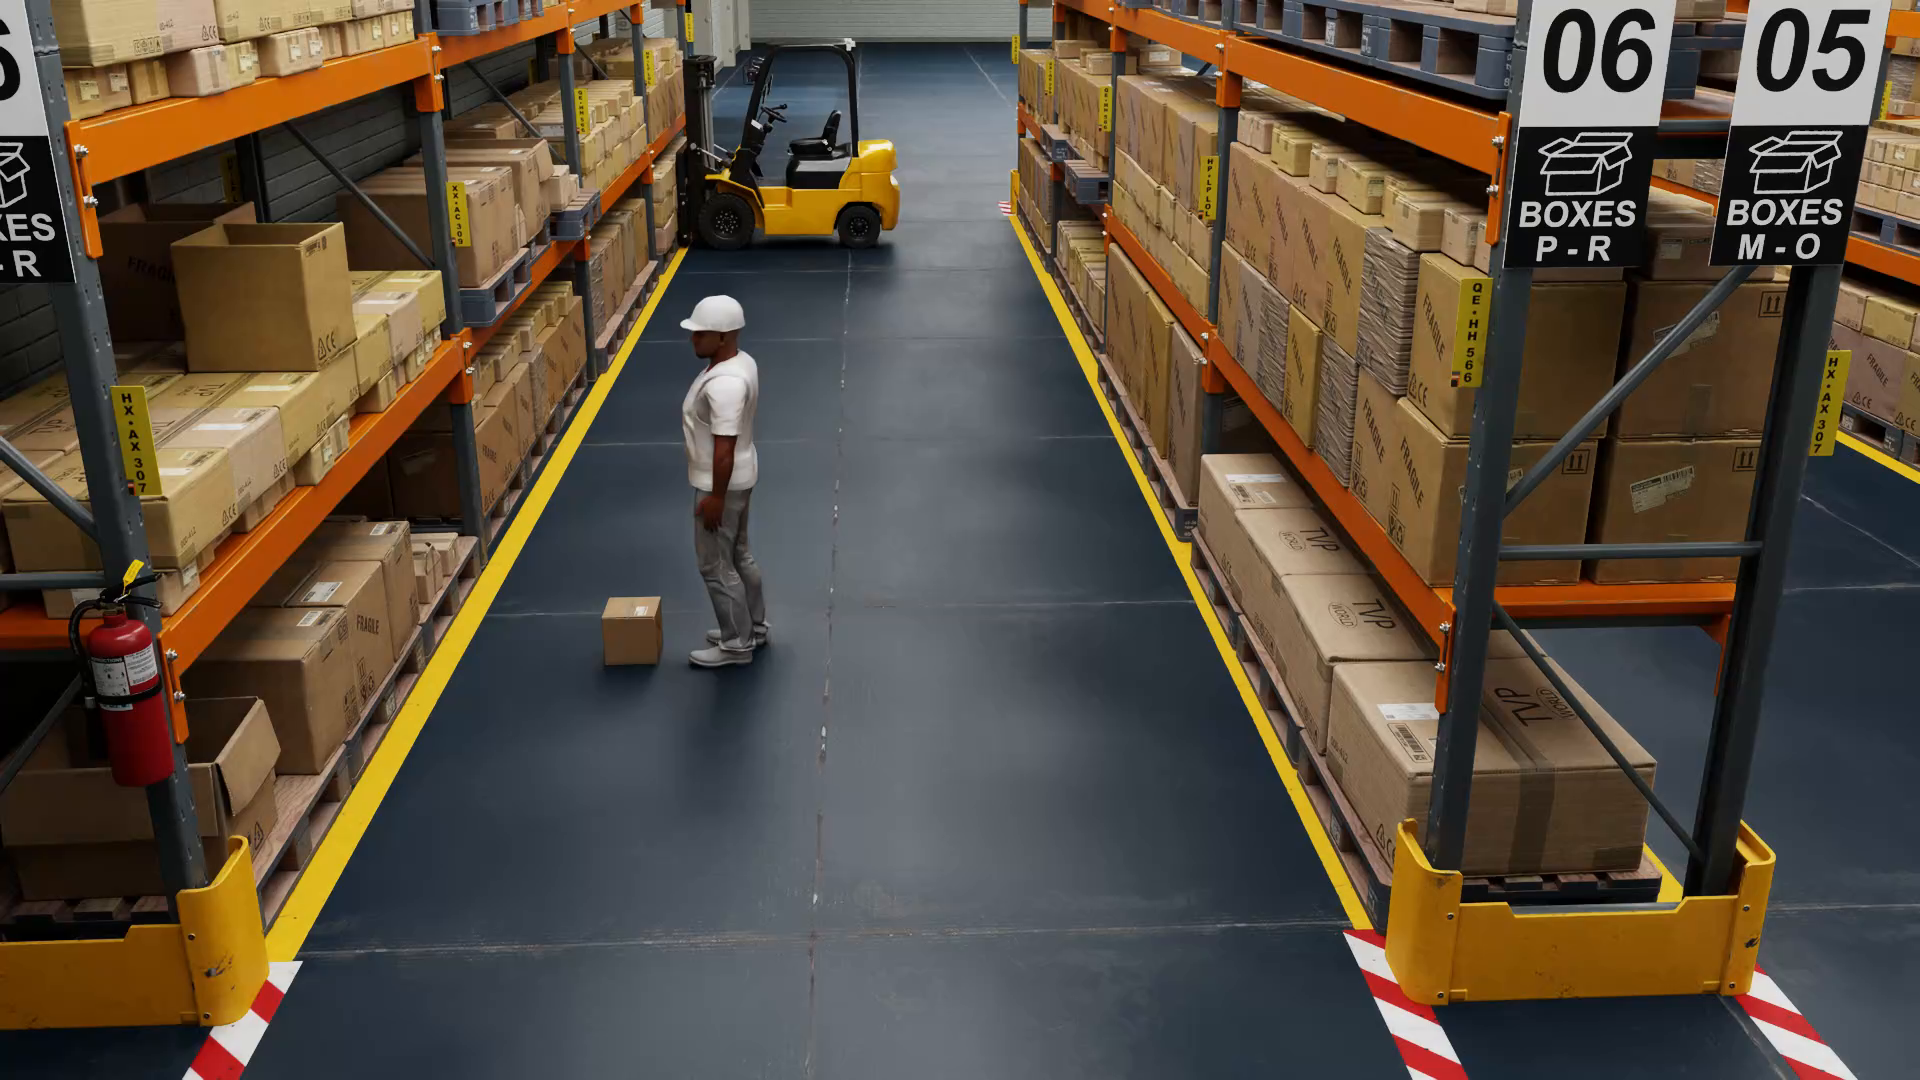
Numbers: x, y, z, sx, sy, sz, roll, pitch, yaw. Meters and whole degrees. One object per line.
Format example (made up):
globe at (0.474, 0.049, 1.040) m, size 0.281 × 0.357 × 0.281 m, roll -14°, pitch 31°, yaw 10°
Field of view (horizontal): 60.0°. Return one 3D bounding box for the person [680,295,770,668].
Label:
person at (-1.117, -0.270, 7.784) m, size 0.376 × 1.763 × 0.565 m, roll -1°, pitch 20°, yaw -2°
